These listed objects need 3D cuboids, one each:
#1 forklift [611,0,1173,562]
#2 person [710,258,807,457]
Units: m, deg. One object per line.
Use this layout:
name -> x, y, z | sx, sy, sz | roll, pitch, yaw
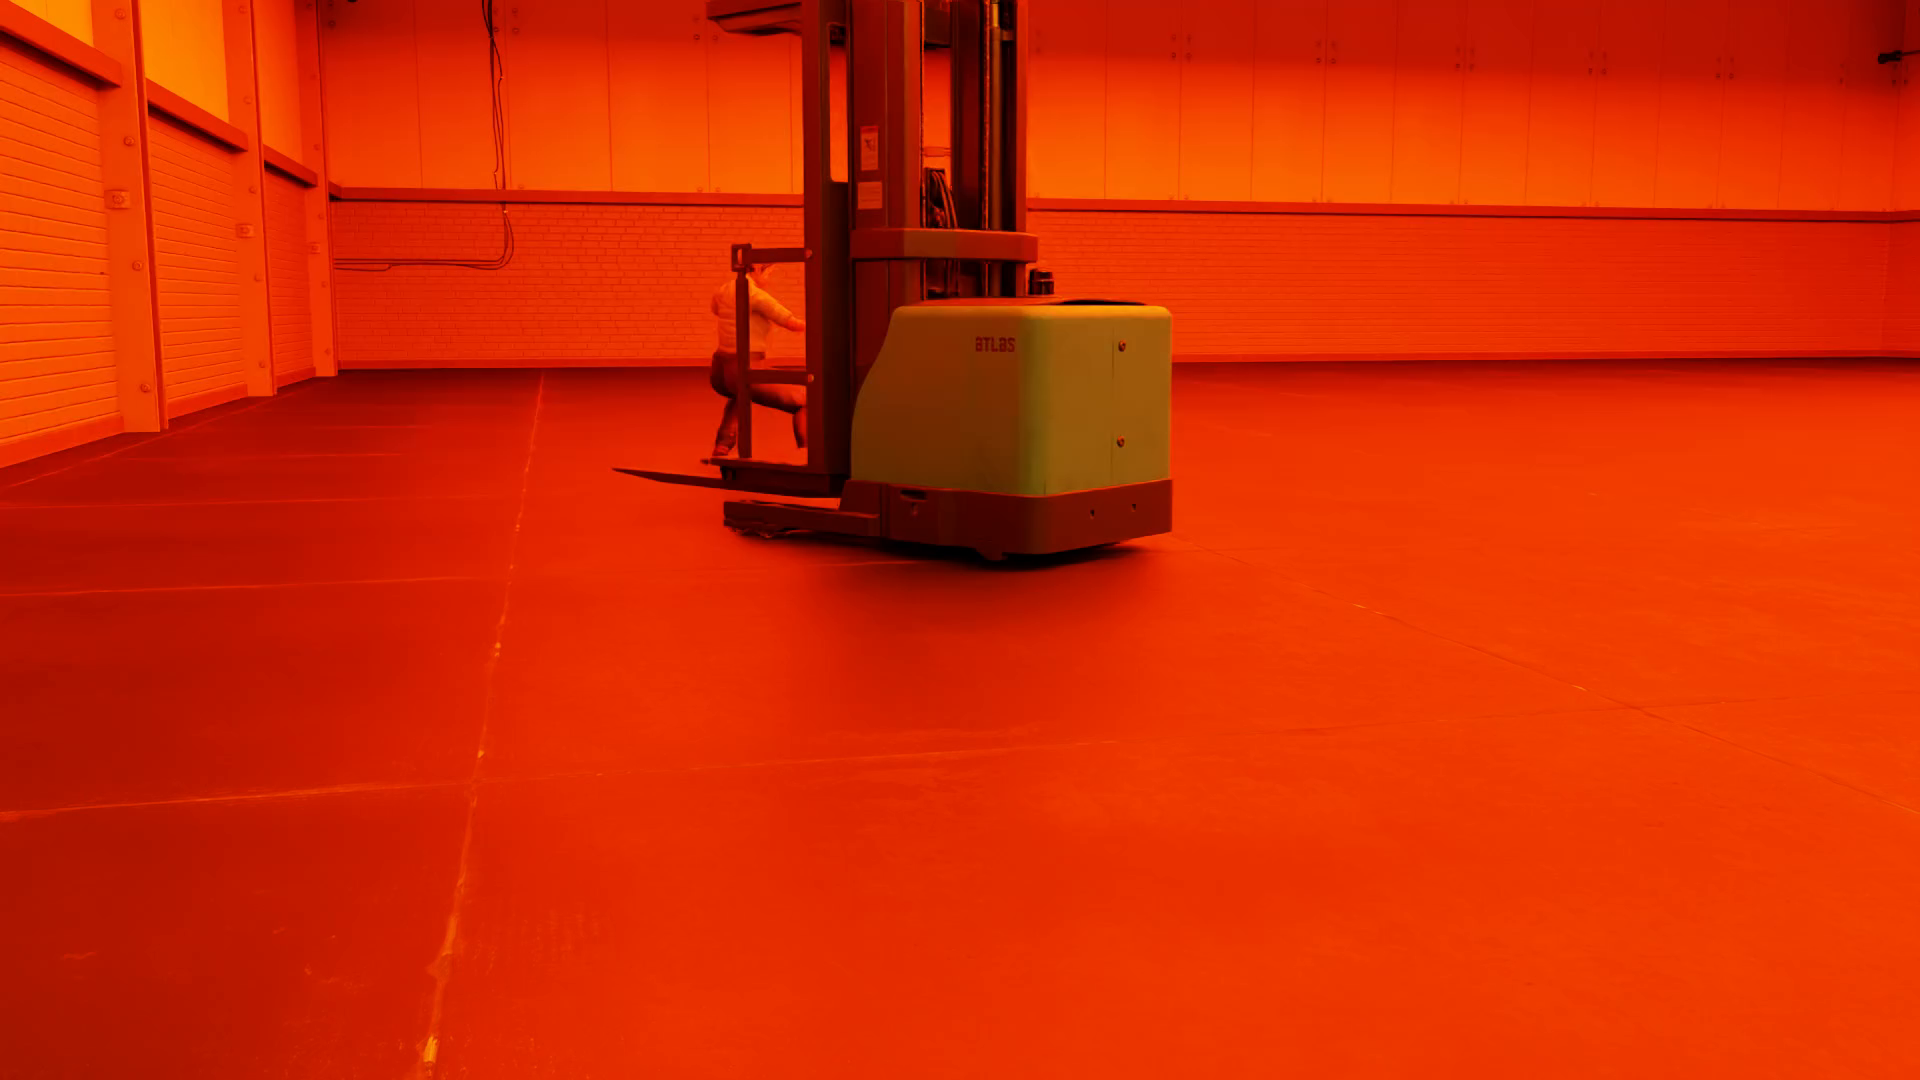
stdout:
forklift -> -0.491, -1.507, 7.900 | 3.031, 2.935, 1.130 | 7, 11, 41
person -> -1.254, -1.127, 10.629 | 0.668, 1.421, 1.043 | -7, 11, -41
